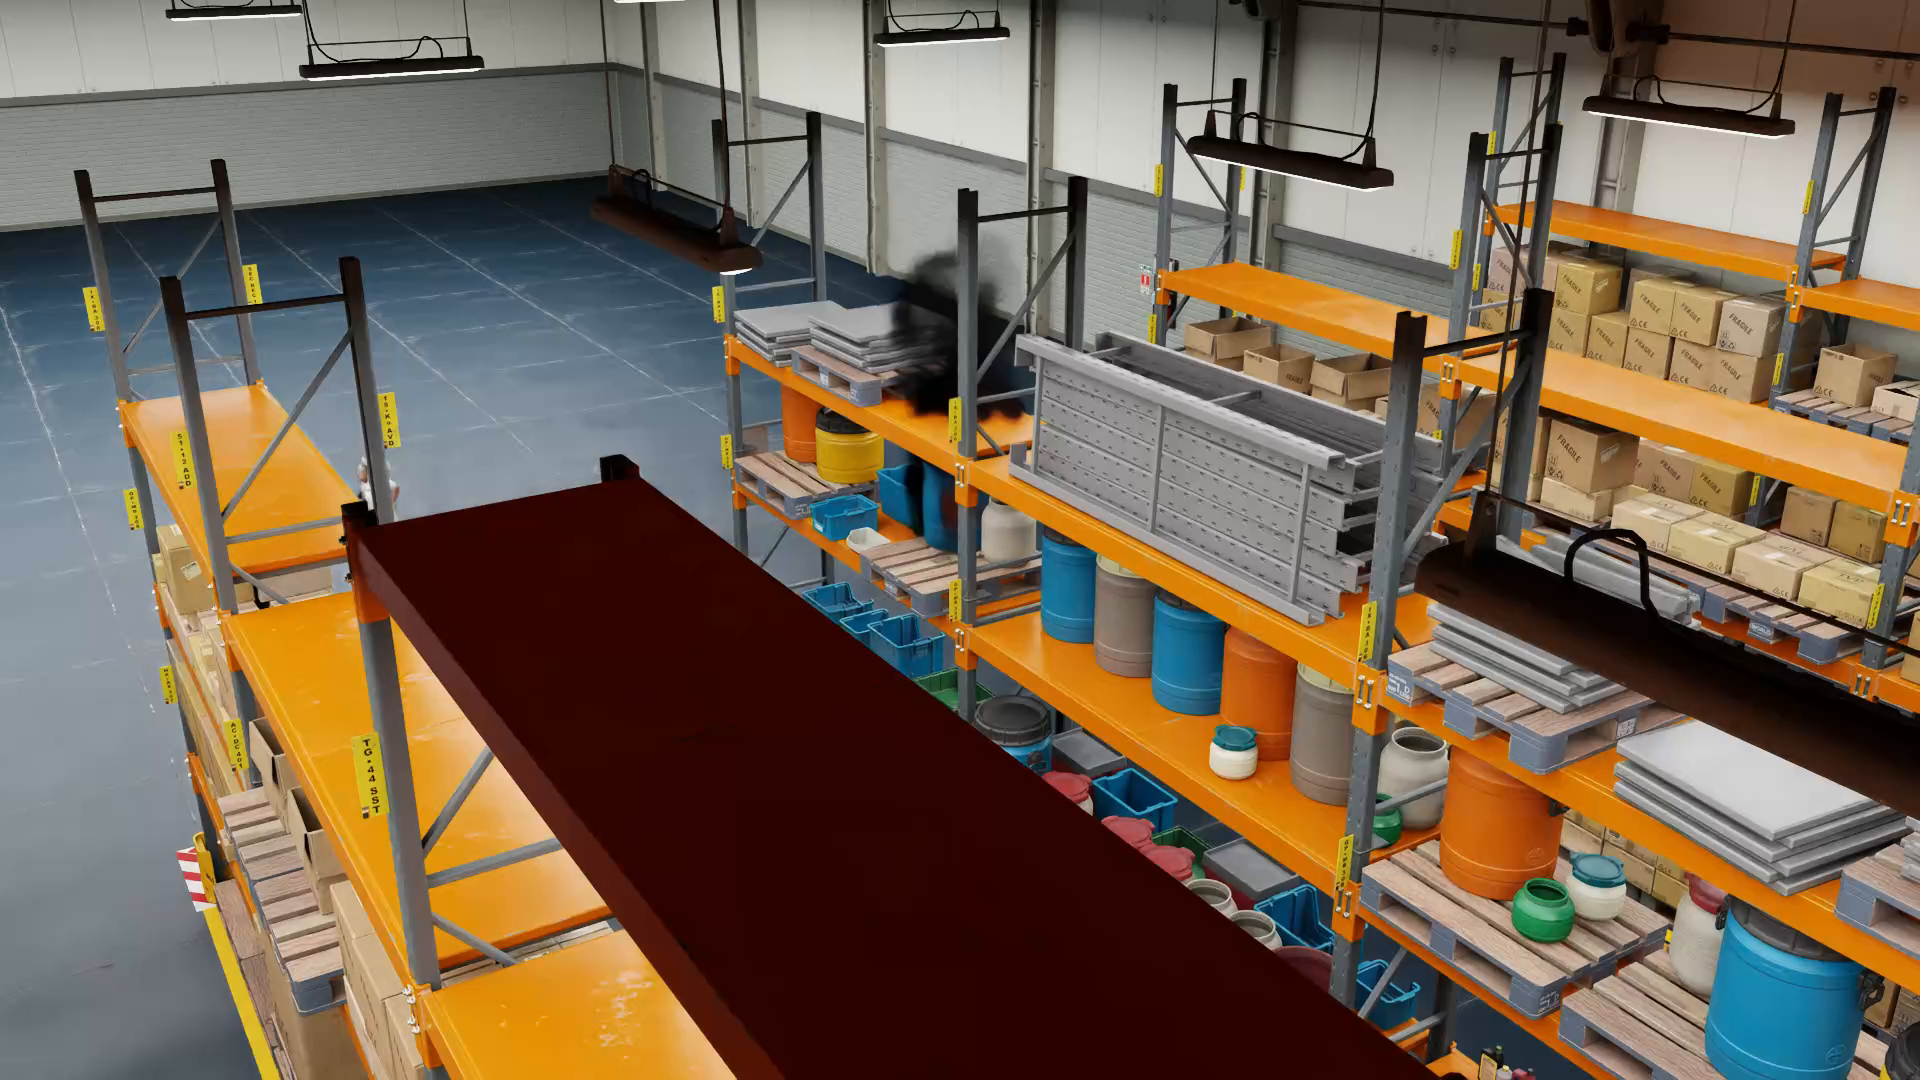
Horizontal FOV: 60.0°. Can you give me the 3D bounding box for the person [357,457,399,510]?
[{"bbox_3d":[-6.789,-0.106,19.301,0.694,1.811,0.646,-7,23,-16],"label":"person"}]
